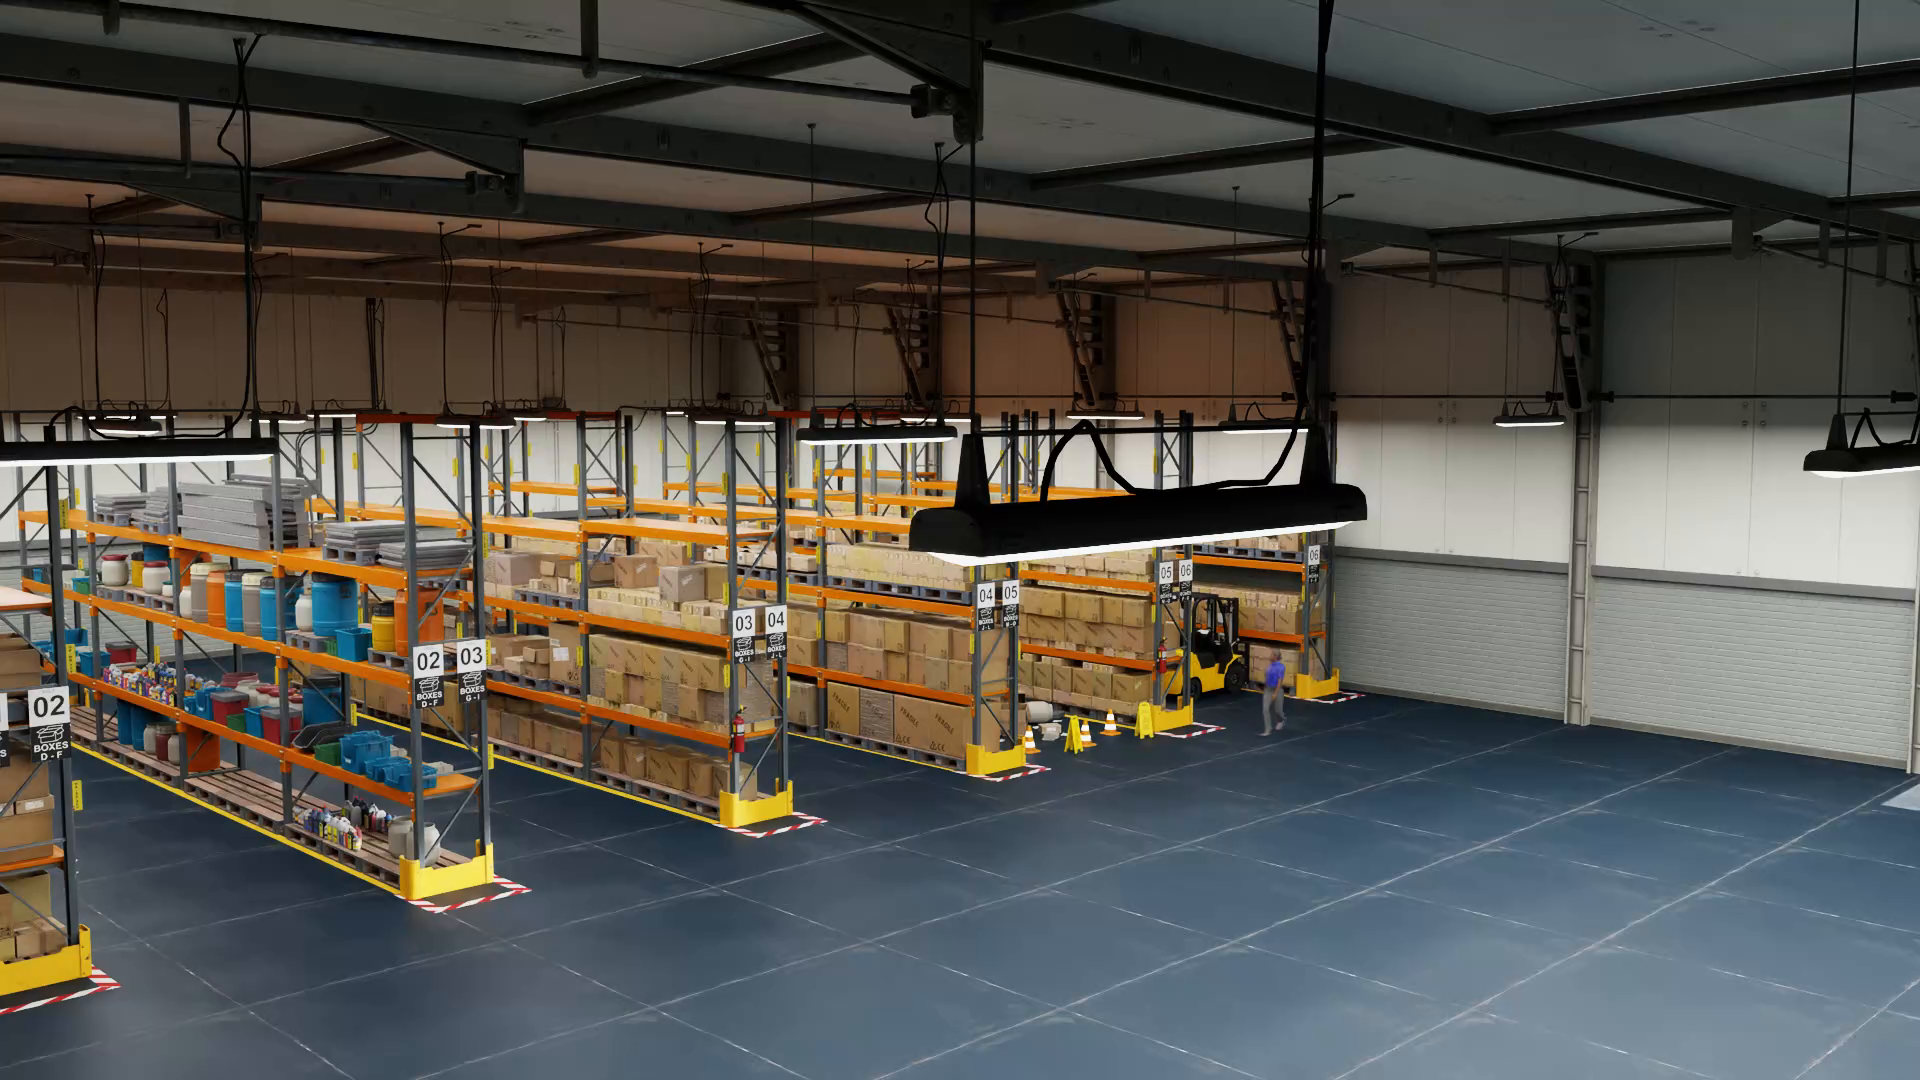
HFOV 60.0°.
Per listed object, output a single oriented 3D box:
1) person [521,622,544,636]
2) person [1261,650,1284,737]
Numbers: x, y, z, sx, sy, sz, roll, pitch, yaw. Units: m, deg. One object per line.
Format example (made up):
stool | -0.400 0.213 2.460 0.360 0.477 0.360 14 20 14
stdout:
person | -11.153 1.744 43.042 0.534 1.686 0.727 1 5 13
person | 5.831 2.846 31.087 0.421 1.568 0.795 3 6 29
